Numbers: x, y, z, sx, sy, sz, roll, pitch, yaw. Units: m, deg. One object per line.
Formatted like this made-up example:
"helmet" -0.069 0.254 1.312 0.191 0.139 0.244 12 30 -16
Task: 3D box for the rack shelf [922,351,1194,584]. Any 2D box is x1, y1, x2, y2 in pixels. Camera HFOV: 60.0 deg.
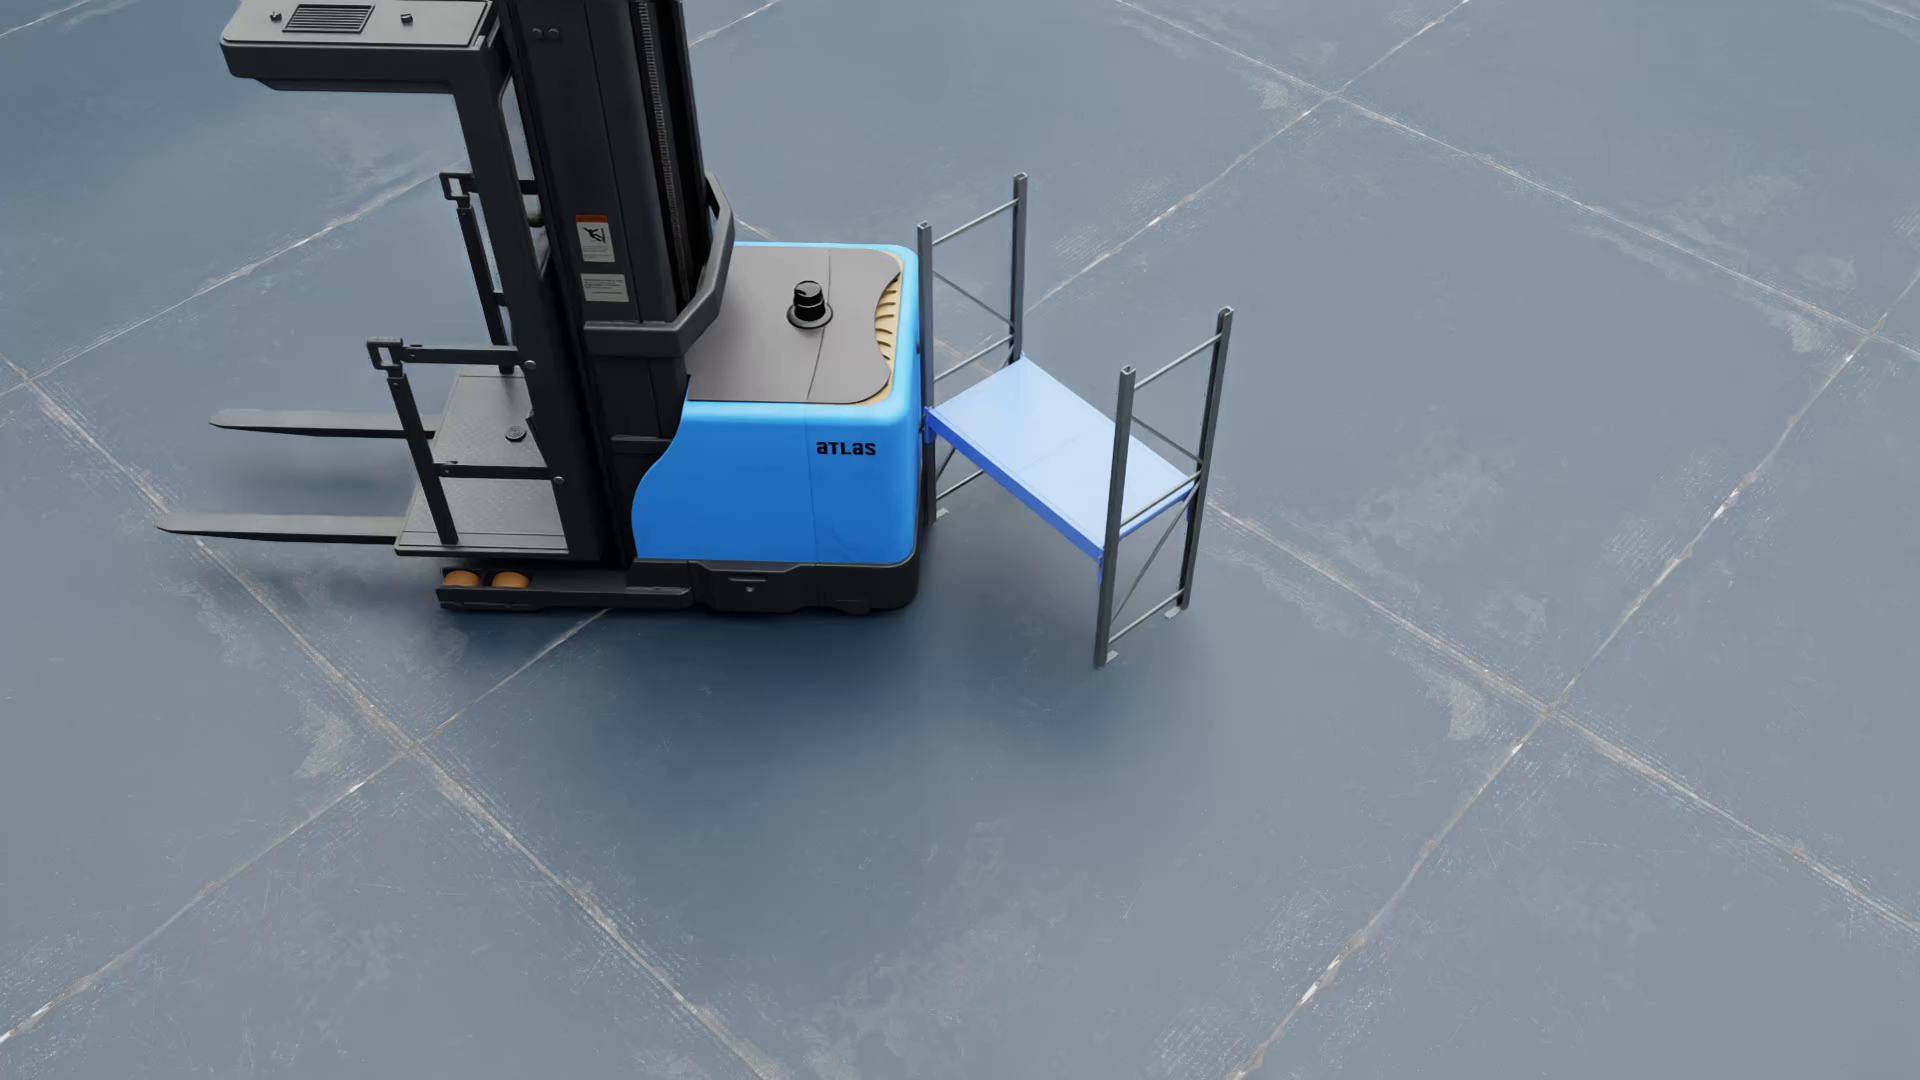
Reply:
"rack shelf" 0.379 -0.298 6.356 0.538 0.185 1.000 -32 55 -26

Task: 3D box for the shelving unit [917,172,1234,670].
"shelving unit" 0.379 -0.421 6.225 0.538 1.500 1.048 -32 55 -26

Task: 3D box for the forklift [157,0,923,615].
"forklift" -1.667 -1.105 5.885 3.031 2.935 1.130 1 47 1

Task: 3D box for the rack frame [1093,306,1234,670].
"rack frame" 0.711 -0.140 5.961 0.500 1.500 0.032 -32 55 -26

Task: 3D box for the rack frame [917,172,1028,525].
"rack frame" 0.048 -0.702 6.489 0.500 1.500 0.032 -32 55 -26
